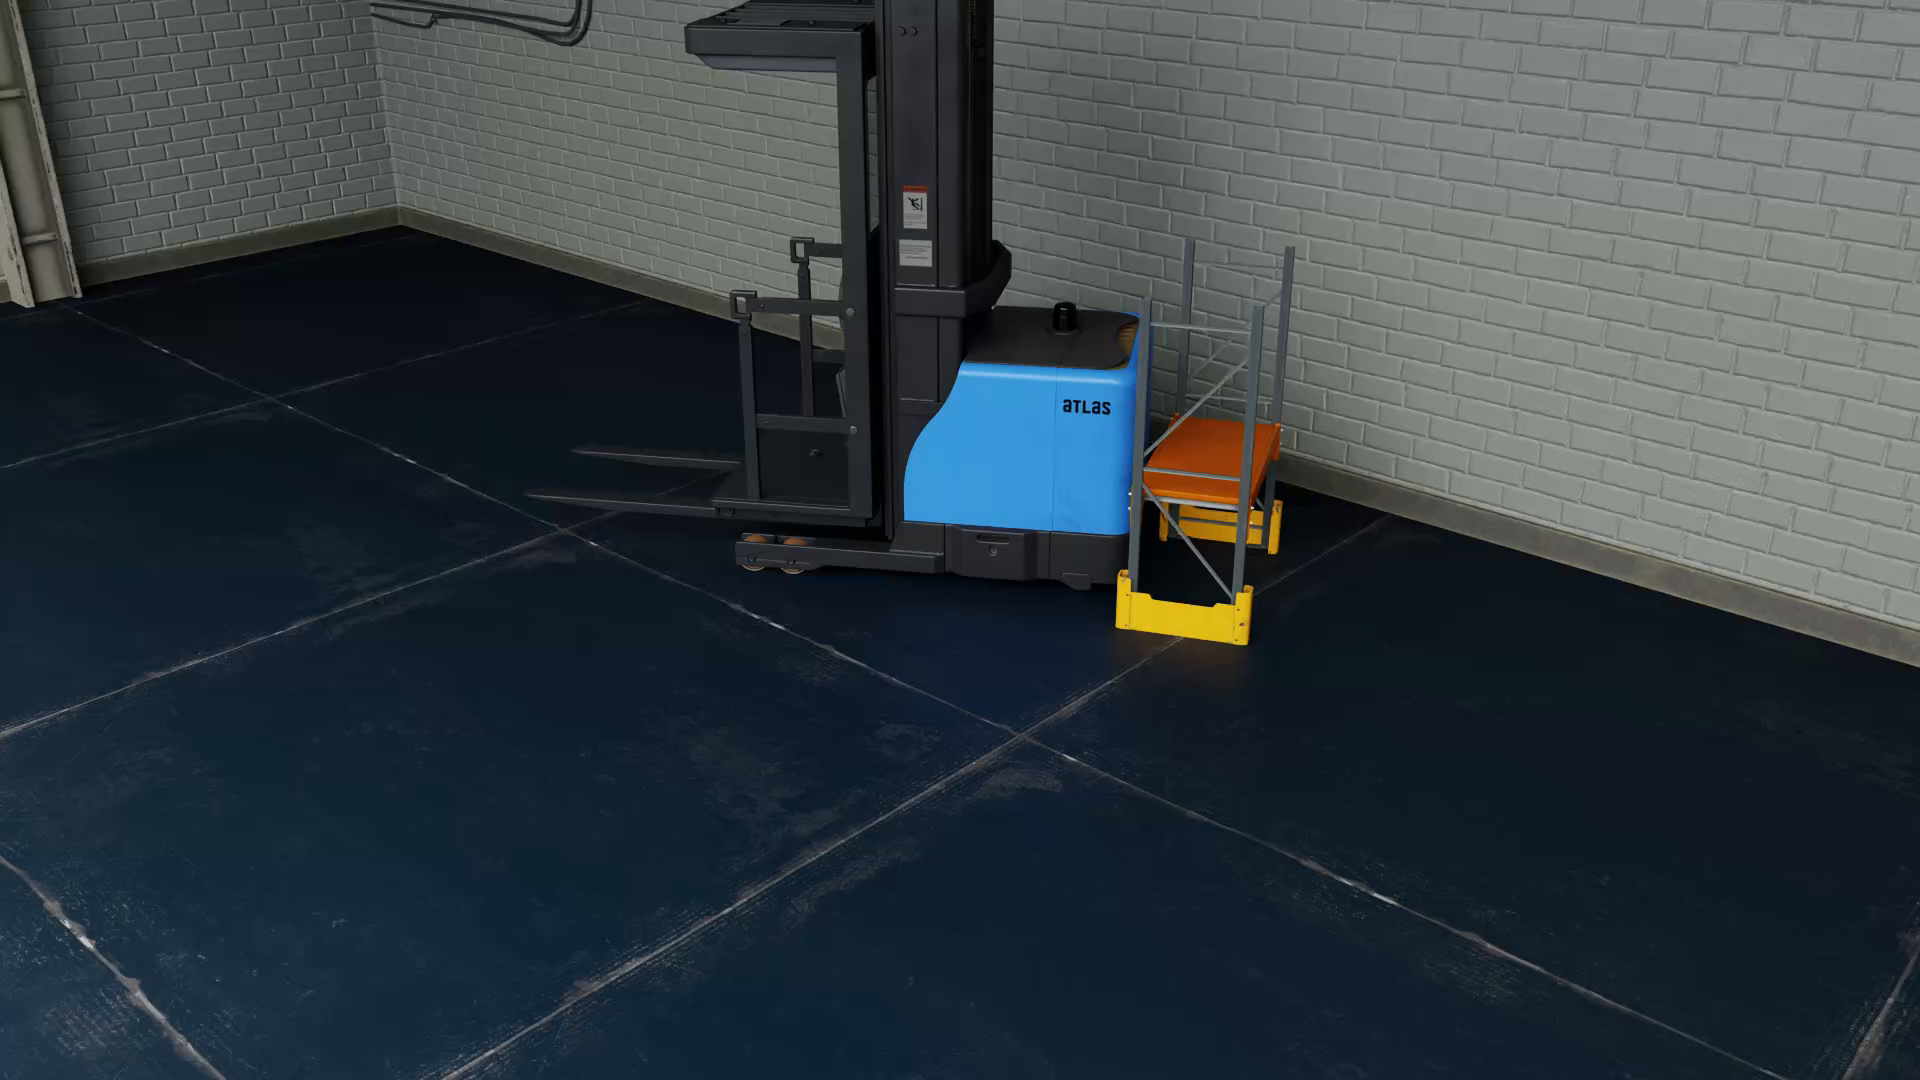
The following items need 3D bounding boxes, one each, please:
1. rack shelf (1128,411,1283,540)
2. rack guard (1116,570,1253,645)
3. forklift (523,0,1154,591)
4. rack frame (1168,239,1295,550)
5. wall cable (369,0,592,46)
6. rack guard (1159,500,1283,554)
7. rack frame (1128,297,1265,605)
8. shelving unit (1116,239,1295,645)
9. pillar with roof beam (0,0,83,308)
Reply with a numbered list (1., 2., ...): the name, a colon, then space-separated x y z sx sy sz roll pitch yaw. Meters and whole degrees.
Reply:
1. rack shelf: 1.130 -0.310 7.548 0.538 0.185 1.000 7 25 16
2. rack guard: 0.980 0.294 7.288 0.587 0.250 0.087 7 25 16
3. forklift: -0.613 -1.383 7.752 3.031 2.935 1.130 4 25 9
4. rack frame: 1.280 -0.673 7.918 0.500 1.500 0.032 7 25 16
5. wall cable: -3.751 -5.001 12.199 3.097 2.526 0.112 20 31 38
6. rack guard: 1.275 -0.095 8.156 0.587 0.250 0.087 7 25 16
7. rack frame: 0.979 -0.276 7.031 0.500 1.500 0.032 7 25 16
8. shelving unit: 1.127 -0.471 7.467 0.587 1.500 1.083 7 25 16
9. pillar with roof beam: -3.496 -4.706 7.746 9.100 9.000 0.400 20 31 38
